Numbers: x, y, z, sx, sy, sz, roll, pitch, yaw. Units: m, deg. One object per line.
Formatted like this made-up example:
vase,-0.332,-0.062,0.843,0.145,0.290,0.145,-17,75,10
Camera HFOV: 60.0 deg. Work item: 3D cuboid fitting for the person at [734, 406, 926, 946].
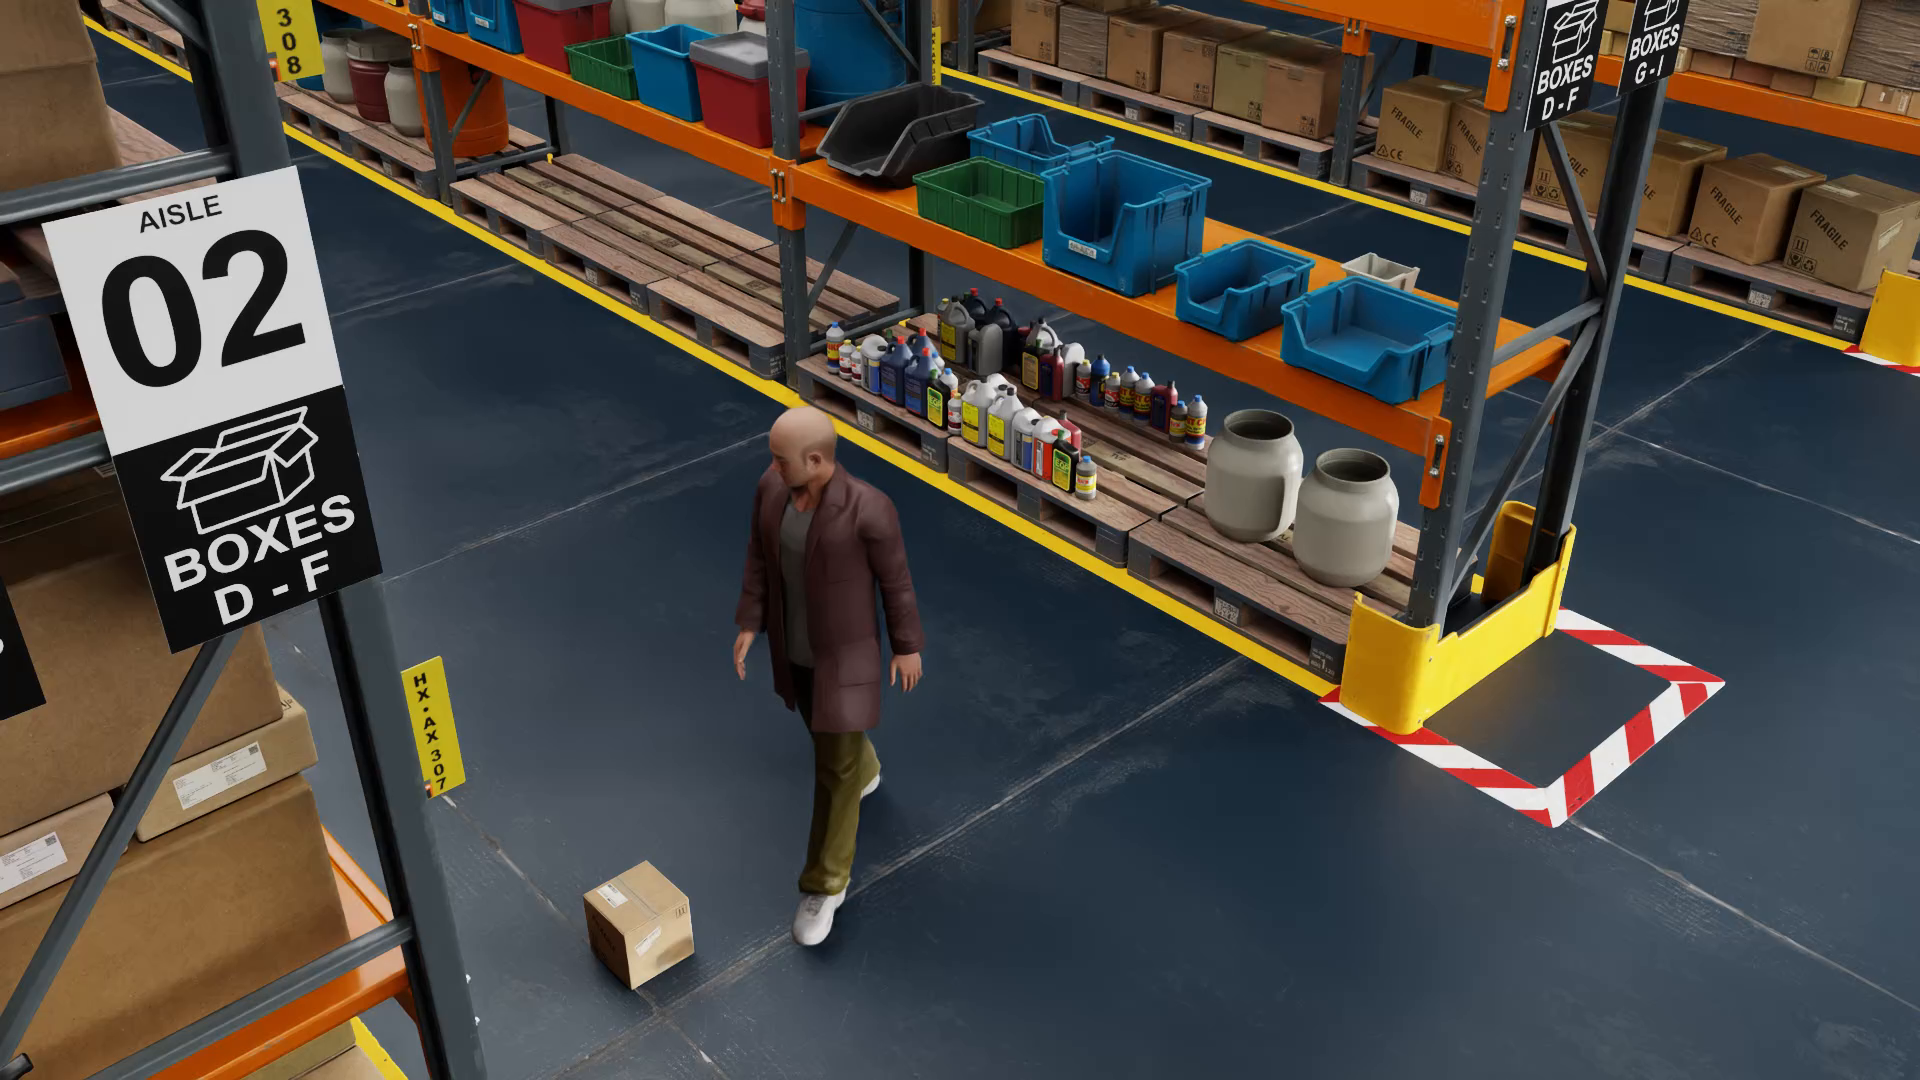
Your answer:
person,-0.501,0.406,5.520,0.628,1.686,0.893,20,37,29
